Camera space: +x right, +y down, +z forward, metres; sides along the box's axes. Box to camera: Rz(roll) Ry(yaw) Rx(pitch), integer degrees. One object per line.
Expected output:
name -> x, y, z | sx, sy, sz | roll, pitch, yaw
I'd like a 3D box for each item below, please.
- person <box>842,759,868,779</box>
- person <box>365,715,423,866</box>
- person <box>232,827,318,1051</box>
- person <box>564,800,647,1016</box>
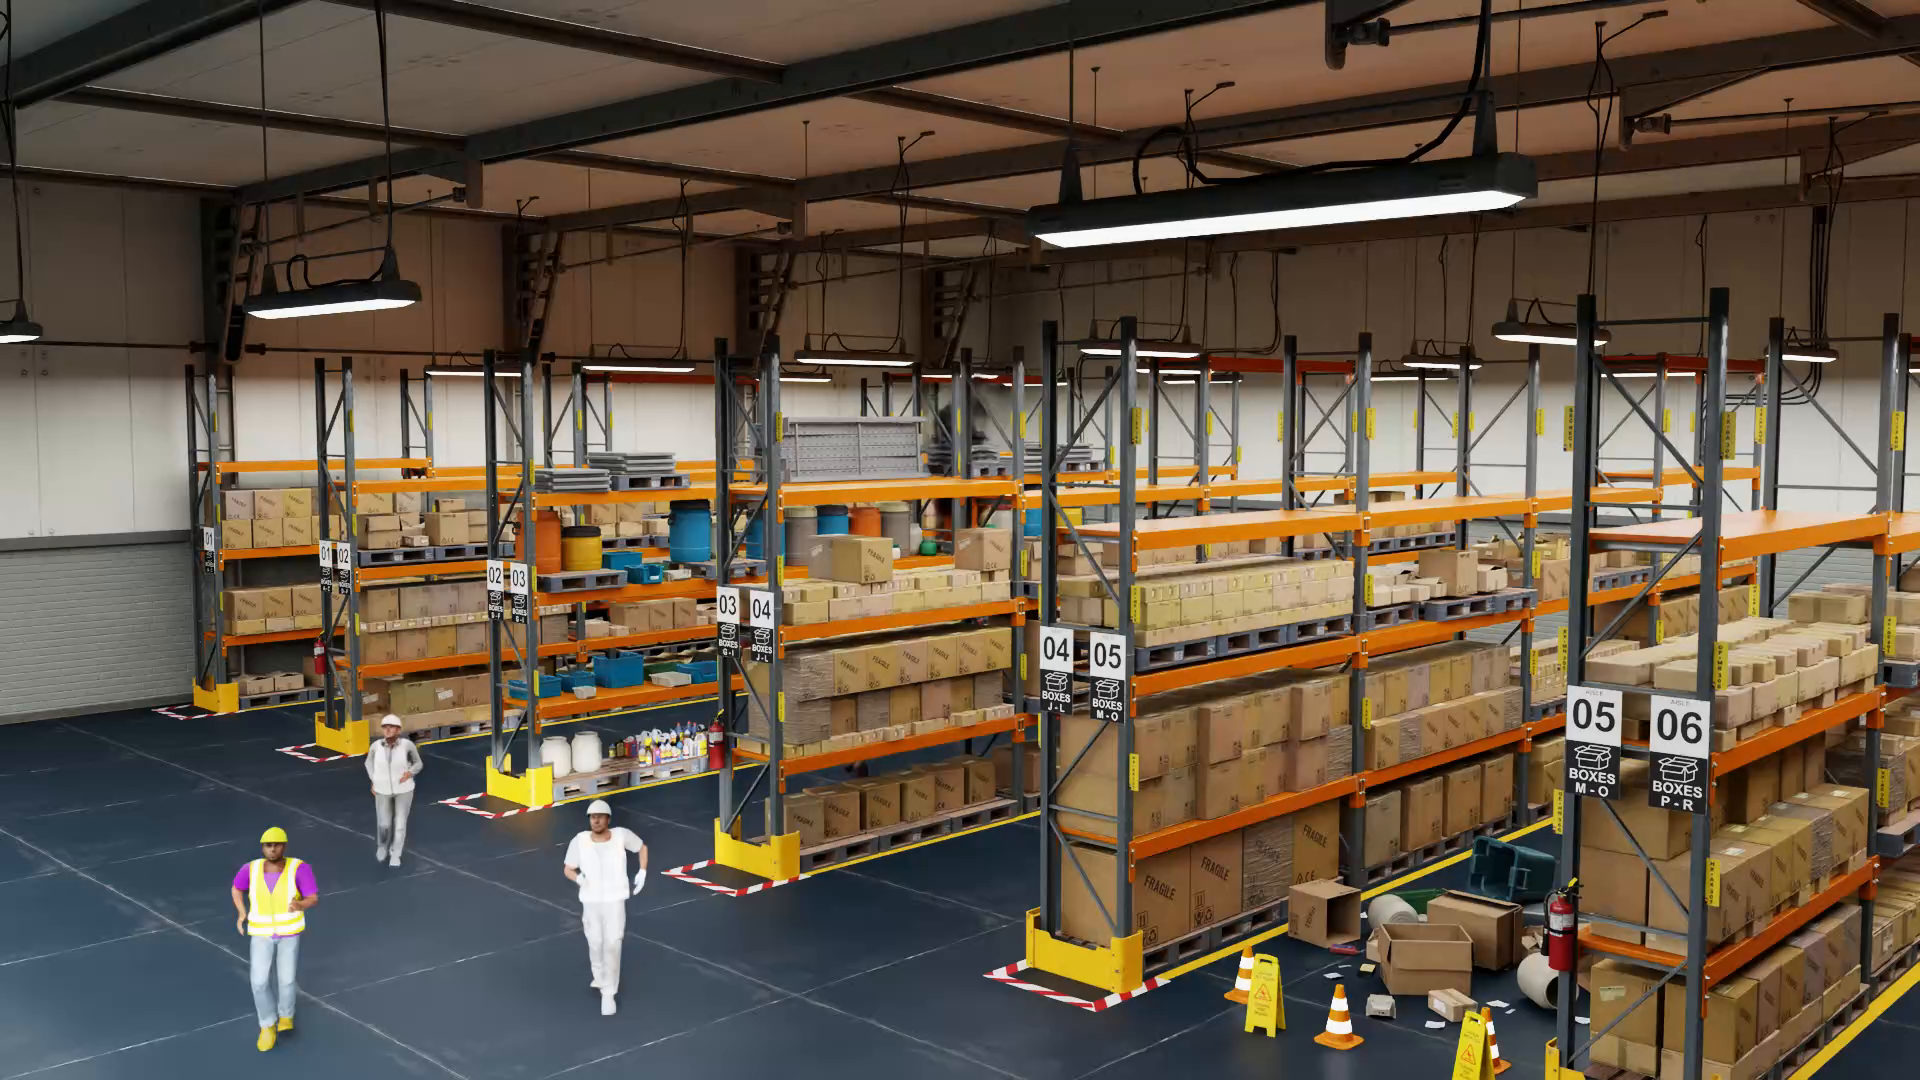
person -> -1.327, 2.627, 22.292 | 0.659, 1.679, 0.586 | 2, 5, 28
person -> -6.422, 2.850, 18.851 | 0.645, 1.740, 0.584 | -1, 4, -13
person -> -5.598, 3.250, 13.594 | 0.674, 1.809, 0.696 | -2, 5, -19
person -> -3.111, 3.180, 14.572 | 0.691, 1.820, 0.775 | 0, 4, -3
